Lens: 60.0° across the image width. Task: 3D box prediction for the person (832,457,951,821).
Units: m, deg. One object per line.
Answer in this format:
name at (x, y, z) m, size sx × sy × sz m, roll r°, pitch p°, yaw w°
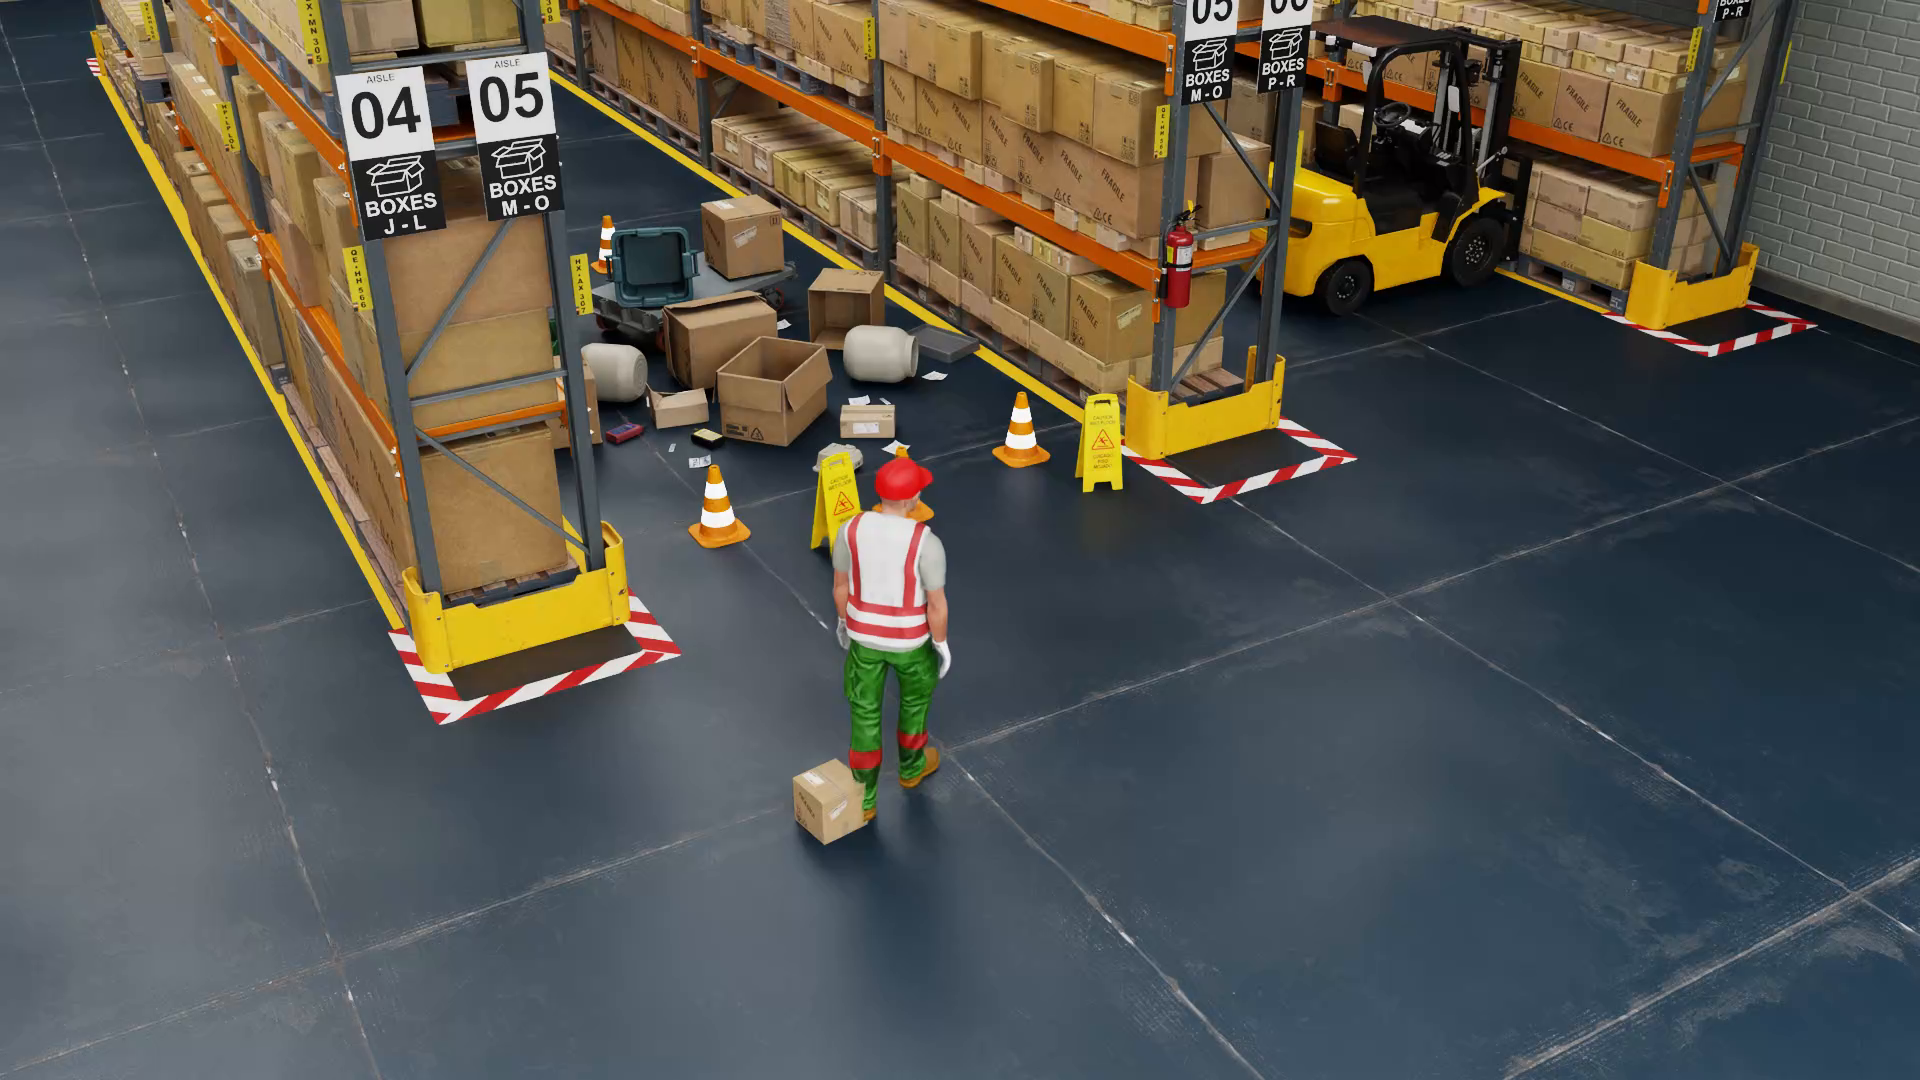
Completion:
person at (-0.313, 0.448, 7.732) m, size 0.570 × 1.788 × 0.618 m, roll 6°, pitch 29°, yaw 10°
